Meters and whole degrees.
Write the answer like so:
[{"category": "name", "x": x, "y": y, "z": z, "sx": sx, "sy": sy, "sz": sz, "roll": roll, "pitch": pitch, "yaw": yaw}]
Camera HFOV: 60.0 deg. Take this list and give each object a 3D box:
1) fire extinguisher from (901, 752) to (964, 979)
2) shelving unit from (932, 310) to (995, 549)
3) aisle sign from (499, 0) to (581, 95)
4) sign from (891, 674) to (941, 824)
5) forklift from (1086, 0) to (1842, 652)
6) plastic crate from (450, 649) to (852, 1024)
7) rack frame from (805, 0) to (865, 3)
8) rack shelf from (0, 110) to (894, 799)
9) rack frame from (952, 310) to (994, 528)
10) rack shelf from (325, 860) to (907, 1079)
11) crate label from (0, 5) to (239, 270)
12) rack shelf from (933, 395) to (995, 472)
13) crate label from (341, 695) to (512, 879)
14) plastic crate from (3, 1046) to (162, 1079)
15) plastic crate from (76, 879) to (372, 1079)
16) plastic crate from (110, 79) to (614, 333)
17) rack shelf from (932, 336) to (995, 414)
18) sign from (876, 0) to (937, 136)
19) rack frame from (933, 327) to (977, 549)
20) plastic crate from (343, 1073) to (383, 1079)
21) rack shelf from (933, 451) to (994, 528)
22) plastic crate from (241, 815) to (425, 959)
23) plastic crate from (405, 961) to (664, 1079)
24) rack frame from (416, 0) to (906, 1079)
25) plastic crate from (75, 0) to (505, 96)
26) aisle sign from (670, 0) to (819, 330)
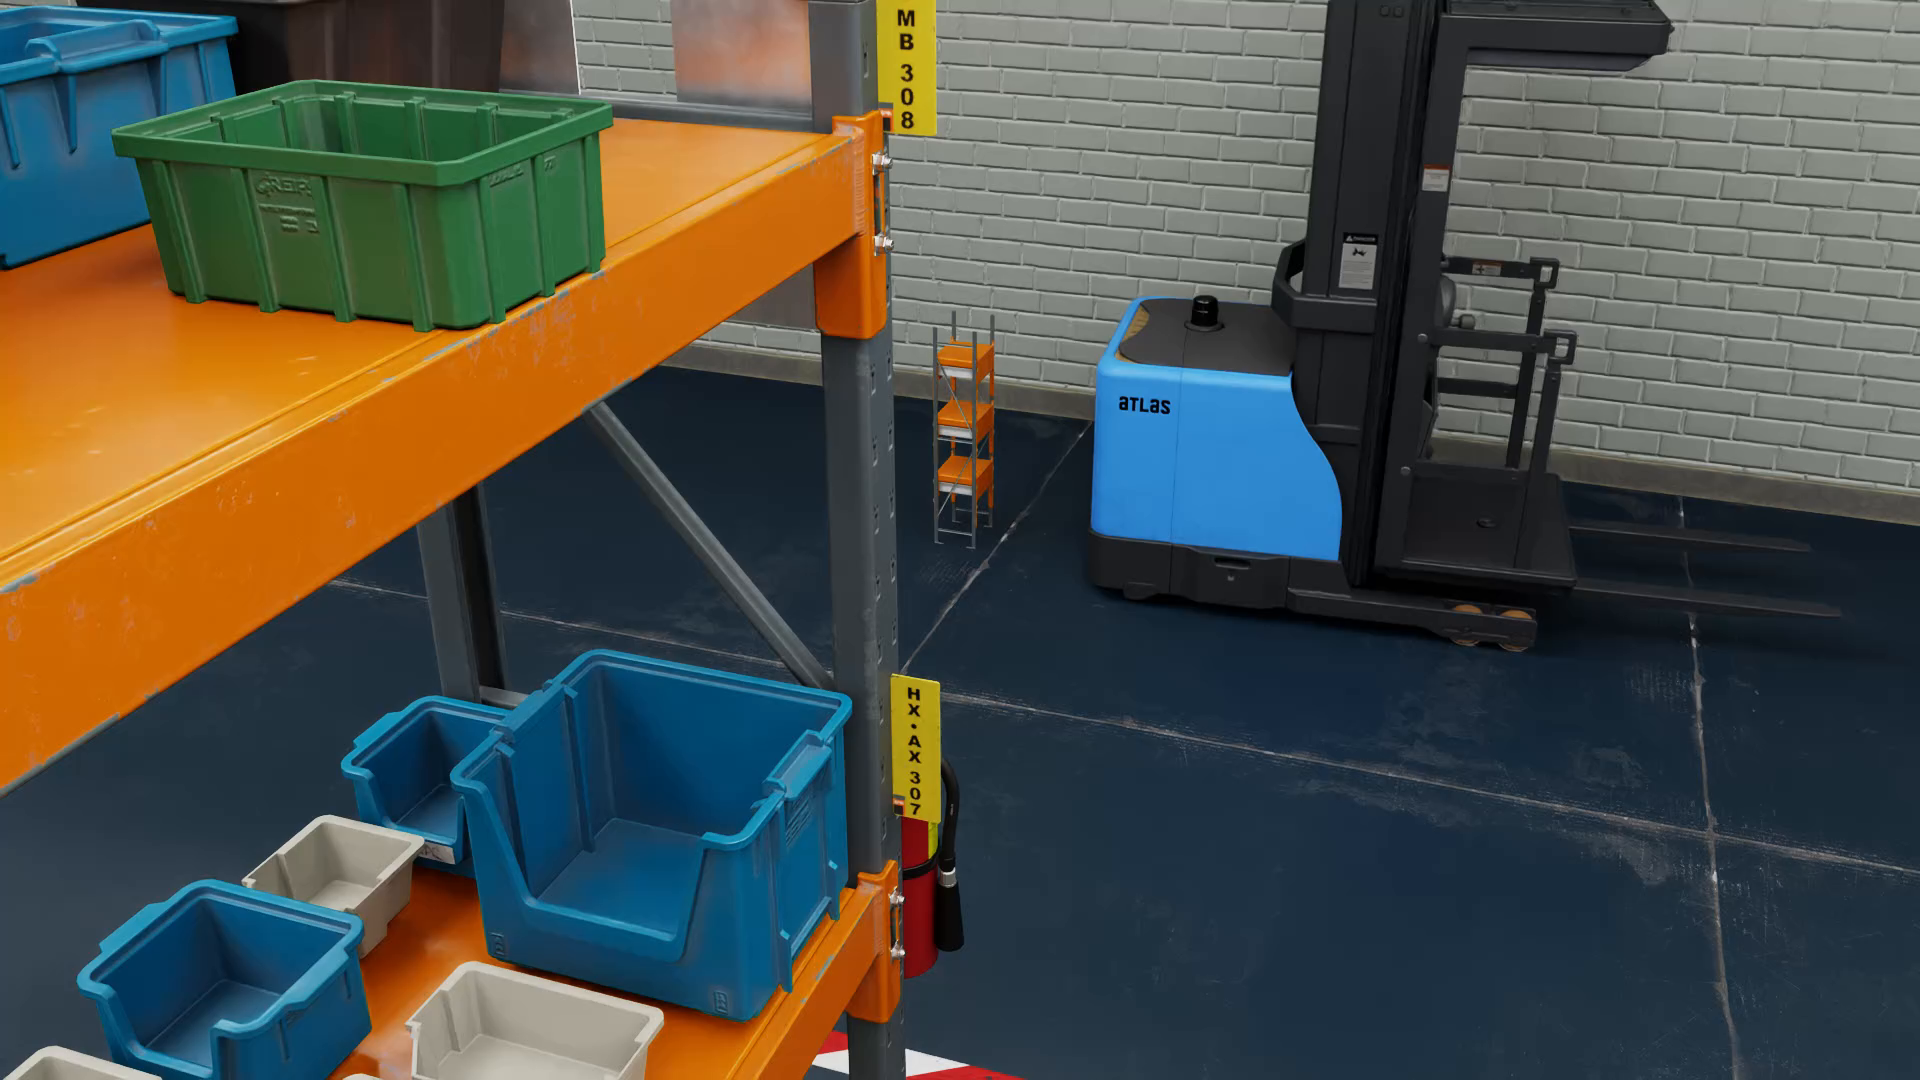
[{"category": "fire extinguisher", "x": -0.132, "y": 0.620, "z": 3.545, "sx": 0.296, "sy": 0.674, "sz": 0.183, "roll": 9, "pitch": 27, "yaw": 17}, {"category": "shelving unit", "x": 0.018, "y": -0.495, "z": 7.567, "sx": 0.215, "sy": 1.050, "sz": 0.252, "roll": 9, "pitch": 27, "yaw": 17}, {"category": "aisle sign", "x": -0.867, "y": -0.830, "z": 3.038, "sx": 0.394, "sy": 0.787, "sz": 0.004, "roll": 9, "pitch": 27, "yaw": 17}, {"category": "sign", "x": -0.086, "y": 0.413, "z": 3.268, "sx": 0.100, "sy": 0.325, "sz": 0.005, "roll": 9, "pitch": 27, "yaw": 17}, {"category": "forklift", "x": 2.124, "y": -1.119, "z": 6.698, "sx": 3.031, "sy": 2.935, "sz": 1.130, "roll": 6, "pitch": 27, "yaw": 13}, {"category": "plastic crate", "x": -0.546, "y": 0.535, "z": 3.094, "sx": 0.616, "sy": 0.435, "sz": 0.499, "roll": 9, "pitch": 27, "yaw": 17}, {"category": "rack frame", "x": -0.610, "y": -2.287, "z": 2.148, "sx": 1.000, "sy": 3.000, "sz": 0.127, "roll": 9, "pitch": 27, "yaw": 17}, {"category": "rack shelf", "x": -1.276, "y": 0.209, "z": 1.261, "sx": 1.077, "sy": 0.370, "sz": 4.000, "roll": 9, "pitch": 27, "yaw": 17}, {"category": "rack frame", "x": 0.058, "y": -0.545, "z": 7.670, "sx": 0.200, "sy": 1.050, "sz": 0.008, "roll": 9, "pitch": 27, "yaw": 17}, {"category": "rack shelf", "x": -1.276, "y": 1.559, "z": 1.914, "sx": 1.077, "sy": 0.370, "sz": 4.000, "roll": 9, "pitch": 27, "yaw": 17}, {"category": "crate label", "x": -1.222, "y": -0.538, "z": 2.147, "sx": 0.408, "sy": 0.251, "sz": 0.502, "roll": 9, "pitch": 27, "yaw": 17}, {"category": "rack shelf", "x": 0.018, "y": -0.485, "z": 7.571, "sx": 0.215, "sy": 0.259, "sz": 0.240, "roll": 9, "pitch": 27, "yaw": 17}, {"category": "crate label", "x": -1.003, "y": 0.515, "z": 3.367, "sx": 0.416, "sy": 0.233, "sz": 0.303, "roll": 9, "pitch": 27, "yaw": 17}, {"category": "plastic crate", "x": -1.414, "y": 0.957, "z": 2.565, "sx": 0.250, "sy": 0.136, "sz": 0.298, "roll": 9, "pitch": 27, "yaw": 17}, {"category": "plastic crate", "x": -1.222, "y": 0.786, "z": 2.809, "sx": 0.416, "sy": 0.233, "sz": 0.300, "roll": 9, "pitch": 27, "yaw": 17}, {"category": "plastic crate", "x": -0.669, "y": -0.395, "z": 1.925, "sx": 0.450, "sy": 0.188, "sz": 0.336, "roll": 9, "pitch": 27, "yaw": 17}, {"category": "rack shelf", "x": 0.018, "y": -0.740, "z": 7.448, "sx": 0.215, "sy": 0.259, "sz": 0.240, "roll": 9, "pitch": 27, "yaw": 17}, {"category": "sign", "x": -0.086, "y": -0.817, "z": 2.673, "sx": 0.100, "sy": 0.325, "sz": 0.005, "roll": 9, "pitch": 27, "yaw": 17}, {"category": "rack frame", "x": -0.023, "y": -0.444, "z": 7.463, "sx": 0.200, "sy": 1.050, "sz": 0.008, "roll": 9, "pitch": 27, "yaw": 17}, {"category": "plastic crate", "x": -0.821, "y": 0.983, "z": 2.511, "sx": 0.396, "sy": 0.136, "sz": 0.243, "roll": 9, "pitch": 27, "yaw": 17}, {"category": "rack shelf", "x": 0.018, "y": -0.235, "z": 7.692, "sx": 0.215, "sy": 0.259, "sz": 0.240, "roll": 9, "pitch": 27, "yaw": 17}, {"category": "plastic crate", "x": -1.188, "y": 0.678, "z": 3.141, "sx": 0.250, "sy": 0.136, "sz": 0.298, "roll": 9, "pitch": 27, "yaw": 17}, {"category": "plastic crate", "x": -0.711, "y": 0.866, "z": 2.753, "sx": 0.396, "sy": 0.136, "sz": 0.243, "roll": 9, "pitch": 27, "yaw": 17}, {"category": "rack frame", "x": -0.610, "y": 0.413, "z": 3.455, "sx": 1.000, "sy": 3.000, "sz": 0.127, "roll": 9, "pitch": 27, "yaw": 17}, {"category": "plastic crate", "x": -1.001, "y": -0.760, "z": 2.586, "sx": 0.497, "sy": 0.269, "sz": 0.590, "roll": 9, "pitch": 27, "yaw": 17}, {"category": "aisle sign", "x": -0.310, "y": -0.744, "z": 2.862, "sx": 0.394, "sy": 0.787, "sz": 0.004, "roll": 9, "pitch": 27, "yaw": 17}]
